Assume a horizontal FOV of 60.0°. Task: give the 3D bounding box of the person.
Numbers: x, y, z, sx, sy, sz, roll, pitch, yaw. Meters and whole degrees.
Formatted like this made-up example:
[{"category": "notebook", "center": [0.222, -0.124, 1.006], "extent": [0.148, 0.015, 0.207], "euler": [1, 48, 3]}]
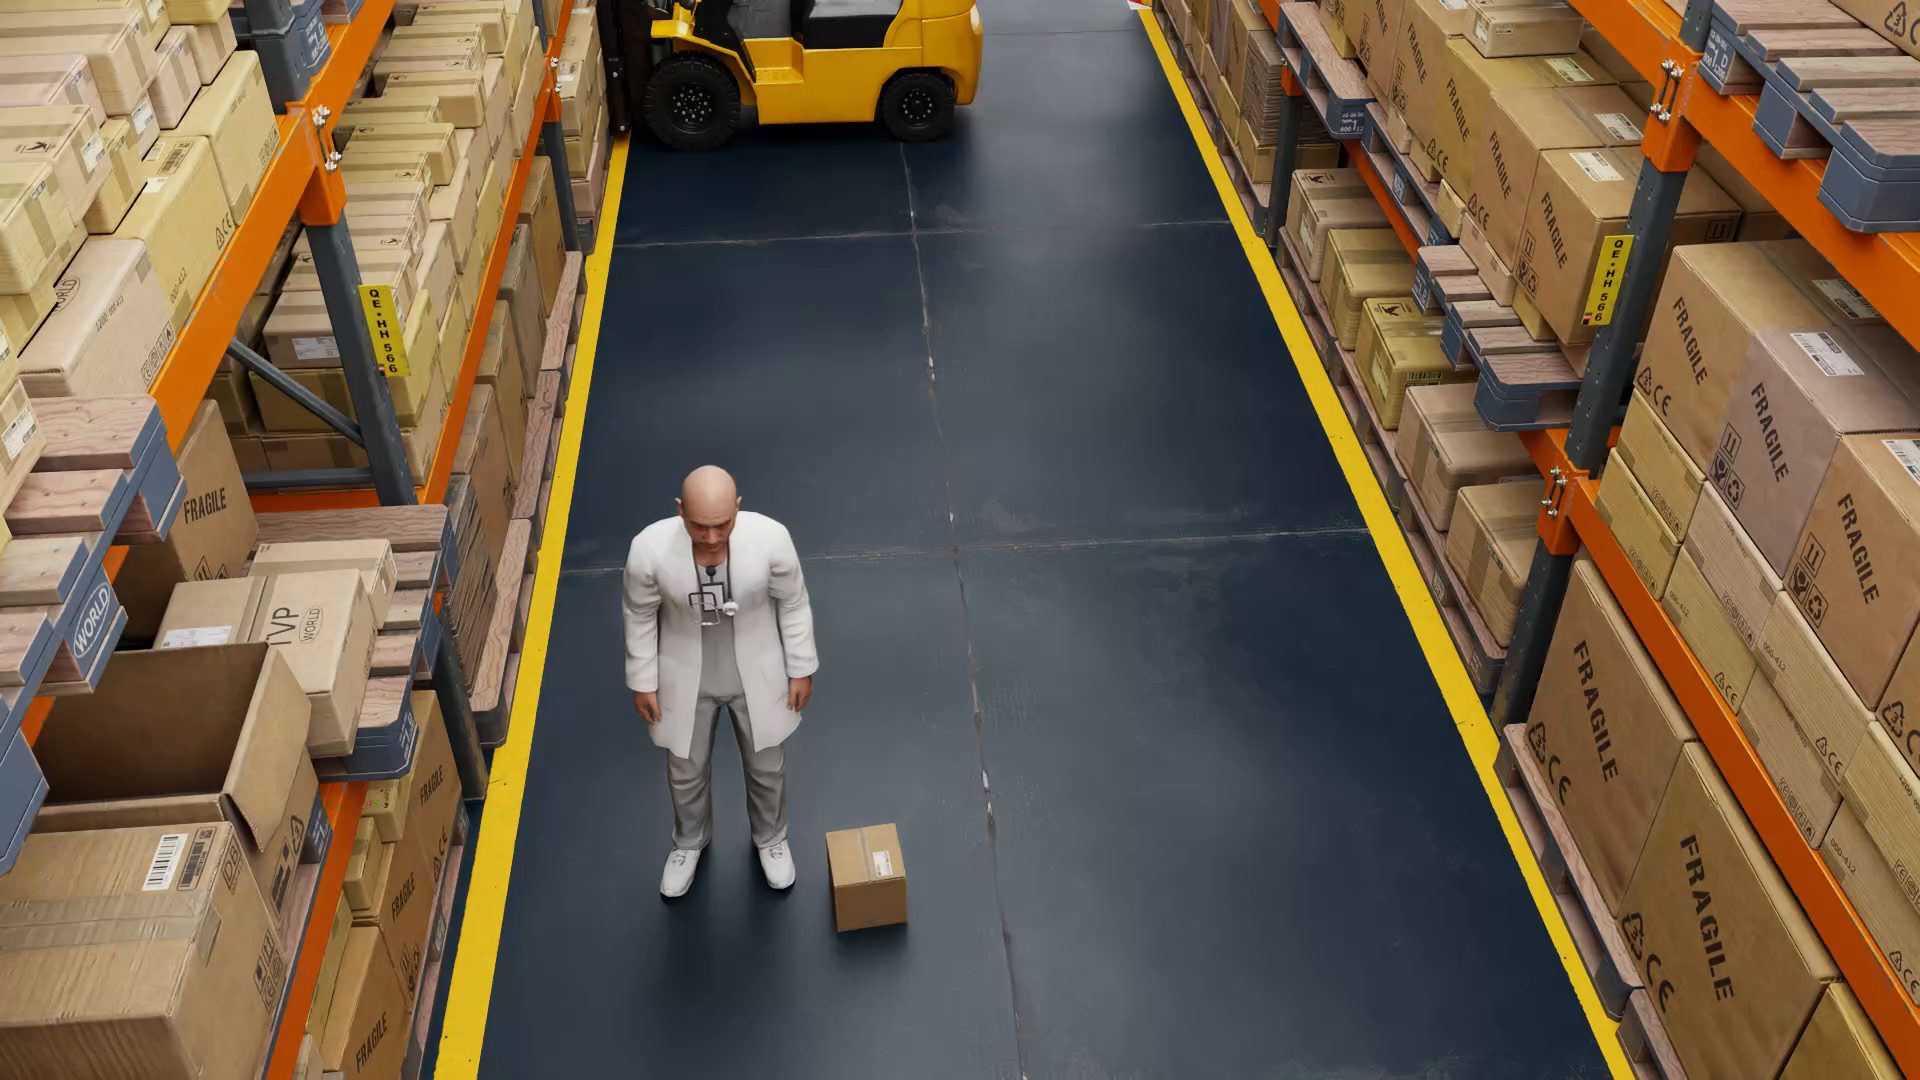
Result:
[{"category": "person", "center": [-0.795, 0.464, 5.586], "extent": [0.646, 1.772, 0.428], "euler": [-5, 39, -6]}]
